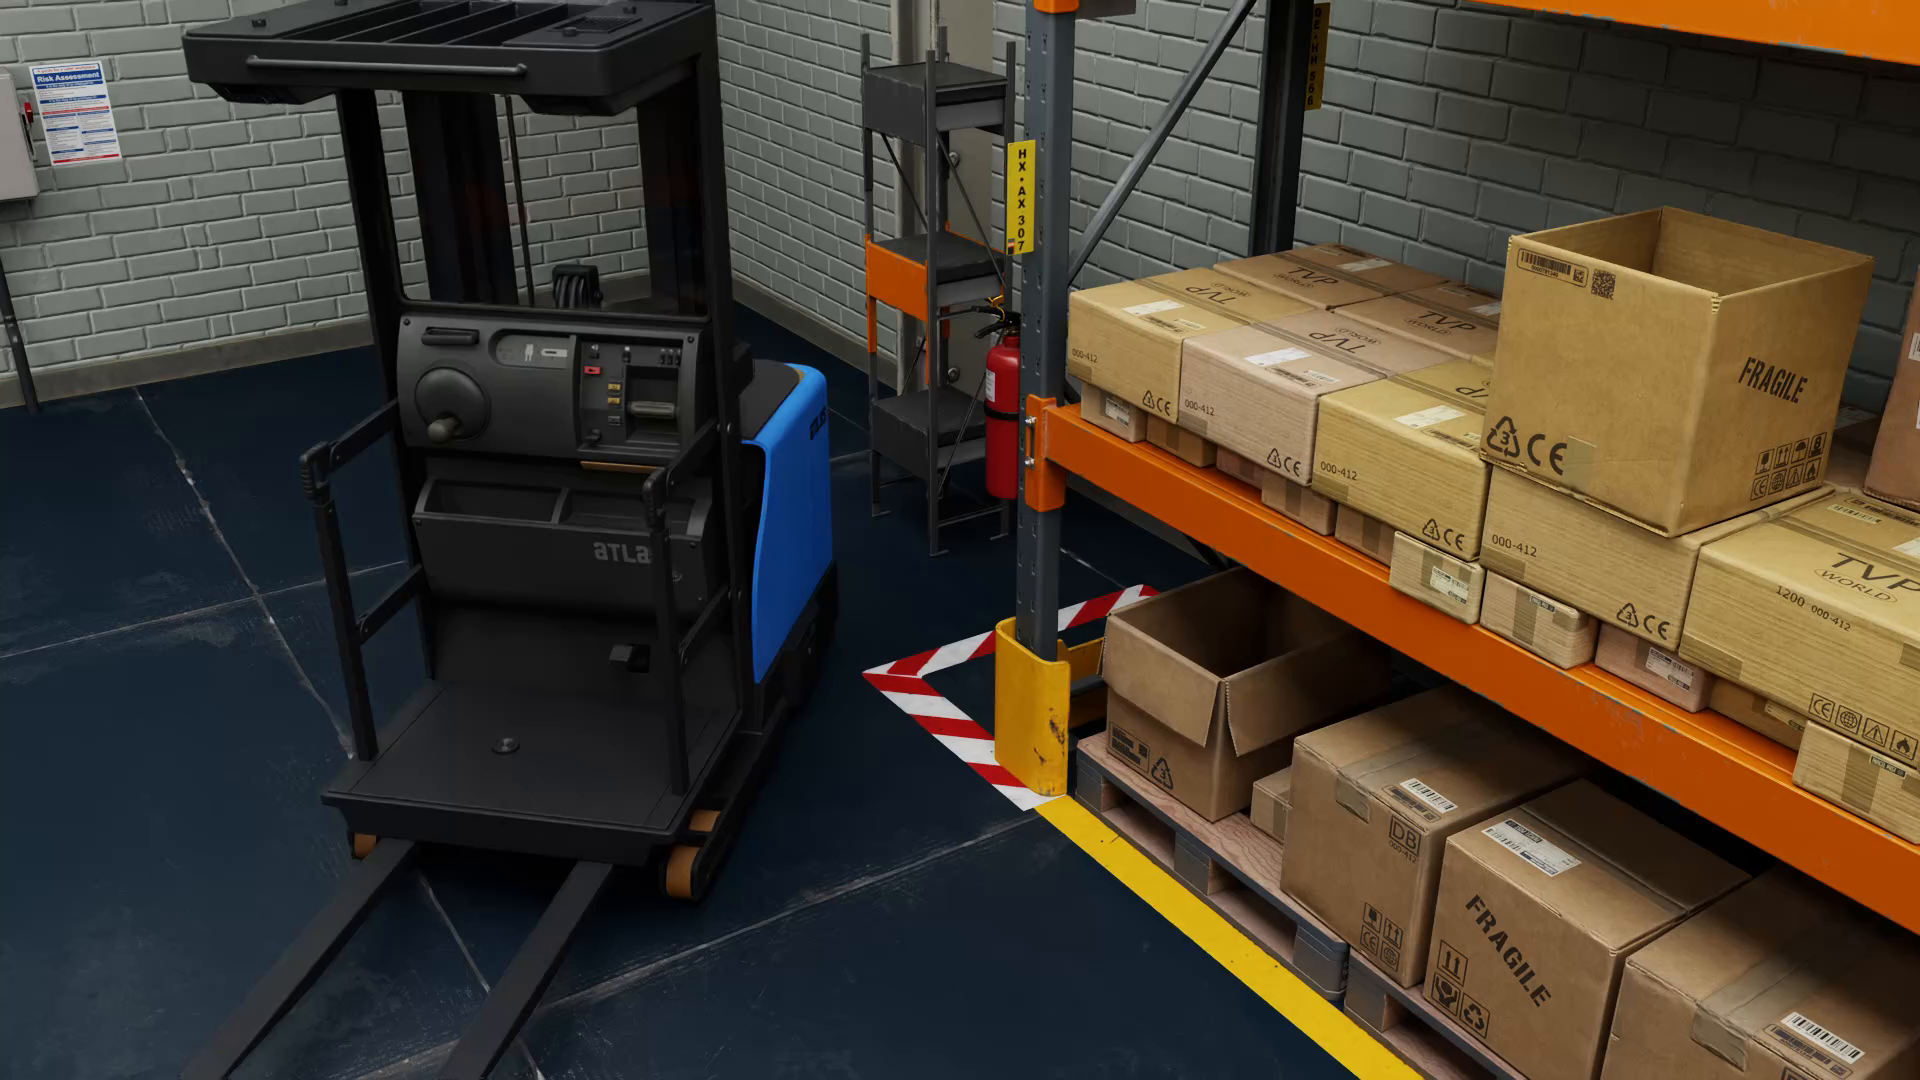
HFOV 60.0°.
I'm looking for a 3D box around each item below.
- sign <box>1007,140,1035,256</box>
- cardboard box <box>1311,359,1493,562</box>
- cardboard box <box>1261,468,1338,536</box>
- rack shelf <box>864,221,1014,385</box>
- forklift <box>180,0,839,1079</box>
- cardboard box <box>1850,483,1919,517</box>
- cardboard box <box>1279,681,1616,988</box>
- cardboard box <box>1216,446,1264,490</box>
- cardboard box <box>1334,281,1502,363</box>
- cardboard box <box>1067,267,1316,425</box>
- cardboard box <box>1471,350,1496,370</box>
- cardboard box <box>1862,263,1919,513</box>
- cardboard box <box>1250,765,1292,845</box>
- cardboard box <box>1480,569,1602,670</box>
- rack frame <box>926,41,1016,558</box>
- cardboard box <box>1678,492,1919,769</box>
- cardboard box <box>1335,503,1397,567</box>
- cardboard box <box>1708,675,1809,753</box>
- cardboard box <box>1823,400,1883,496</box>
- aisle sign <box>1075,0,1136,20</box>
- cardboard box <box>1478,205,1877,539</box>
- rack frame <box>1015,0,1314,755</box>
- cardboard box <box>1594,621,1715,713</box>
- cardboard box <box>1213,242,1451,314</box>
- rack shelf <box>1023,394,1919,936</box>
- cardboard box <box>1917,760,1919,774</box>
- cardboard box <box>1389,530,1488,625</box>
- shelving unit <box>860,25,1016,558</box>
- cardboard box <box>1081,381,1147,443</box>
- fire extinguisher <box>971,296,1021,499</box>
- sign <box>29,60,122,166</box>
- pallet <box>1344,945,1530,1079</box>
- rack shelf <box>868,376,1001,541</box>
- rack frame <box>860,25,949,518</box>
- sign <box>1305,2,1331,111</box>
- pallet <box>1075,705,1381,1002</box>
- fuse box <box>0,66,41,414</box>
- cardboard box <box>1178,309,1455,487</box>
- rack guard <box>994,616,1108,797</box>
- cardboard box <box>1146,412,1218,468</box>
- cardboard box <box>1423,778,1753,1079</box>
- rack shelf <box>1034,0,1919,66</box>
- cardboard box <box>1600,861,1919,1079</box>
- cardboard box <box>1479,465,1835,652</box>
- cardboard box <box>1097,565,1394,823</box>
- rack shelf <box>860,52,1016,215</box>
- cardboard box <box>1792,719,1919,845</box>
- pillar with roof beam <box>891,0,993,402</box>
[{"bbox_3d":[0.179,-0.991,4.822,0.100,0.325,0.005,-16,29,-30],"label":"sign"},{"bbox_3d":[1.211,-0.207,4.002,0.500,0.250,0.500,-16,30,-31],"label":"cardboard box"},{"bbox_3d":[1.020,-0.160,4.370,0.380,0.149,0.250,-15,29,-28],"label":"cardboard box"},{"bbox_3d":[-0.090,-0.996,6.933,0.431,0.518,0.480,-16,29,-30],"label":"rack shelf"},{"bbox_3d":[-1.252,-0.418,4.702,1.130,2.935,3.031,5,26,10],"label":"forklift"},{"bbox_3d":[2.214,0.035,3.489,0.500,0.250,0.500,-15,29,-28],"label":"cardboard box"},{"bbox_3d":[1.323,0.770,4.541,0.700,0.500,0.500,-14,29,-27],"label":"cardboard box"},{"bbox_3d":[0.934,-0.265,4.592,0.380,0.149,0.250,-16,30,-30],"label":"cardboard box"},{"bbox_3d":[1.388,-0.505,4.634,0.500,0.250,0.500,-15,29,-29],"label":"cardboard box"},{"bbox_3d":[0.656,-0.568,4.766,0.500,0.250,0.500,-15,29,-29],"label":"cardboard box"},{"bbox_3d":[1.654,-0.327,4.257,0.500,0.250,0.500,-15,29,-28],"label":"cardboard box"},{"bbox_3d":[2.228,-0.296,3.312,0.500,0.500,0.500,-16,30,-31],"label":"cardboard box"},{"bbox_3d":[1.088,0.775,4.942,0.380,0.149,0.250,-17,30,-32],"label":"cardboard box"},{"bbox_3d":[1.406,0.131,3.754,0.380,0.149,0.250,-15,29,-28],"label":"cardboard box"},{"bbox_3d":[0.043,-0.921,6.742,0.400,2.100,0.015,-16,29,-30],"label":"rack frame"},{"bbox_3d":[1.788,0.155,3.234,0.500,0.250,0.500,-16,30,-30],"label":"cardboard box"},{"bbox_3d":[1.170,-0.067,4.172,0.380,0.149,0.250,-15,29,-29],"label":"cardboard box"},{"bbox_3d":[1.779,0.284,3.428,0.380,0.149,0.250,-15,29,-29],"label":"cardboard box"},{"bbox_3d":[1.940,-0.140,3.860,0.500,0.250,0.500,-16,29,-30],"label":"cardboard box"},{"bbox_3d":[0.351,-1.858,4.626,0.394,0.787,0.004,-16,29,-30],"label":"aisle sign"},{"bbox_3d":[1.475,-0.370,3.470,0.500,0.500,0.500,-15,29,-28],"label":"cardboard box"},{"bbox_3d":[0.634,-0.726,5.274,1.000,3.000,0.127,-16,29,-30],"label":"rack frame"},{"bbox_3d":[1.605,0.207,3.592,0.380,0.149,0.250,-16,29,-30],"label":"cardboard box"},{"bbox_3d":[1.107,-0.690,5.025,0.500,0.250,0.500,-15,29,-28],"label":"cardboard box"},{"bbox_3d":[1.726,0.315,3.913,1.077,0.370,4.000,-16,29,-30],"label":"rack shelf"},{"bbox_3d":[2.049,0.337,2.850,0.500,0.250,0.500,-15,29,-29],"label":"cardboard box"},{"bbox_3d":[1.245,0.041,3.943,0.380,0.149,0.250,-16,30,-31],"label":"cardboard box"},{"bbox_3d":[-0.090,-1.009,6.927,0.431,2.100,0.503,-16,29,-30],"label":"shelving unit"},{"bbox_3d":[0.584,-0.431,4.944,0.380,0.149,0.250,-16,30,-30],"label":"cardboard box"},{"bbox_3d":[0.166,-0.467,5.254,0.296,0.674,0.183,-16,29,-30],"label":"fire extinguisher"},{"bbox_3d":[-4.480,-2.163,8.429,0.329,0.494,0.001,-16,29,-30],"label":"sign"},{"bbox_3d":[1.773,1.283,4.285,1.003,0.211,1.213,-16,29,-30],"label":"pallet"},{"bbox_3d":[-0.090,-0.363,7.232,0.431,0.518,0.480,-16,29,-30],"label":"rack shelf"},{"bbox_3d":[-0.224,-1.096,7.112,0.400,2.100,0.015,-16,29,-30],"label":"rack frame"},{"bbox_3d":[1.110,-1.515,5.219,0.100,0.325,0.005,-16,29,-30],"label":"sign"},{"bbox_3d":[1.111,0.847,5.209,1.003,0.211,1.213,-16,29,-30],"label":"pallet"},{"bbox_3d":[-4.781,-1.434,8.284,0.539,1.711,0.414,-16,29,-30],"label":"fuse box"},{"bbox_3d":[0.931,-0.387,4.384,0.500,0.250,0.500,-15,29,-29],"label":"cardboard box"},{"bbox_3d":[0.675,0.431,5.750,1.175,0.500,0.348,-16,29,-30],"label":"rack guard"},{"bbox_3d":[0.761,-0.351,4.774,0.380,0.149,0.250,-15,29,-28],"label":"cardboard box"},{"bbox_3d":[1.527,0.982,4.091,0.500,0.500,0.500,-15,29,-29],"label":"cardboard box"},{"bbox_3d":[1.726,-1.042,3.272,1.077,0.370,4.000,-16,29,-30],"label":"rack shelf"},{"bbox_3d":[1.889,1.141,3.755,0.700,0.500,0.500,-17,30,-31],"label":"cardboard box"},{"bbox_3d":[1.508,-0.029,3.625,0.500,0.250,0.500,-16,30,-31],"label":"cardboard box"},{"bbox_3d":[0.888,0.454,5.208,0.797,0.503,0.637,-17,30,-32],"label":"cardboard box"},{"bbox_3d":[-0.090,-1.629,6.634,0.431,0.518,0.480,-16,29,-30],"label":"rack shelf"},{"bbox_3d":[1.826,0.403,3.178,0.380,0.149,0.250,-16,30,-30],"label":"cardboard box"},{"bbox_3d":[-3.690,-3.610,4.356,9.100,9.000,0.400,-16,29,-30],"label":"pillar with roof beam"}]
